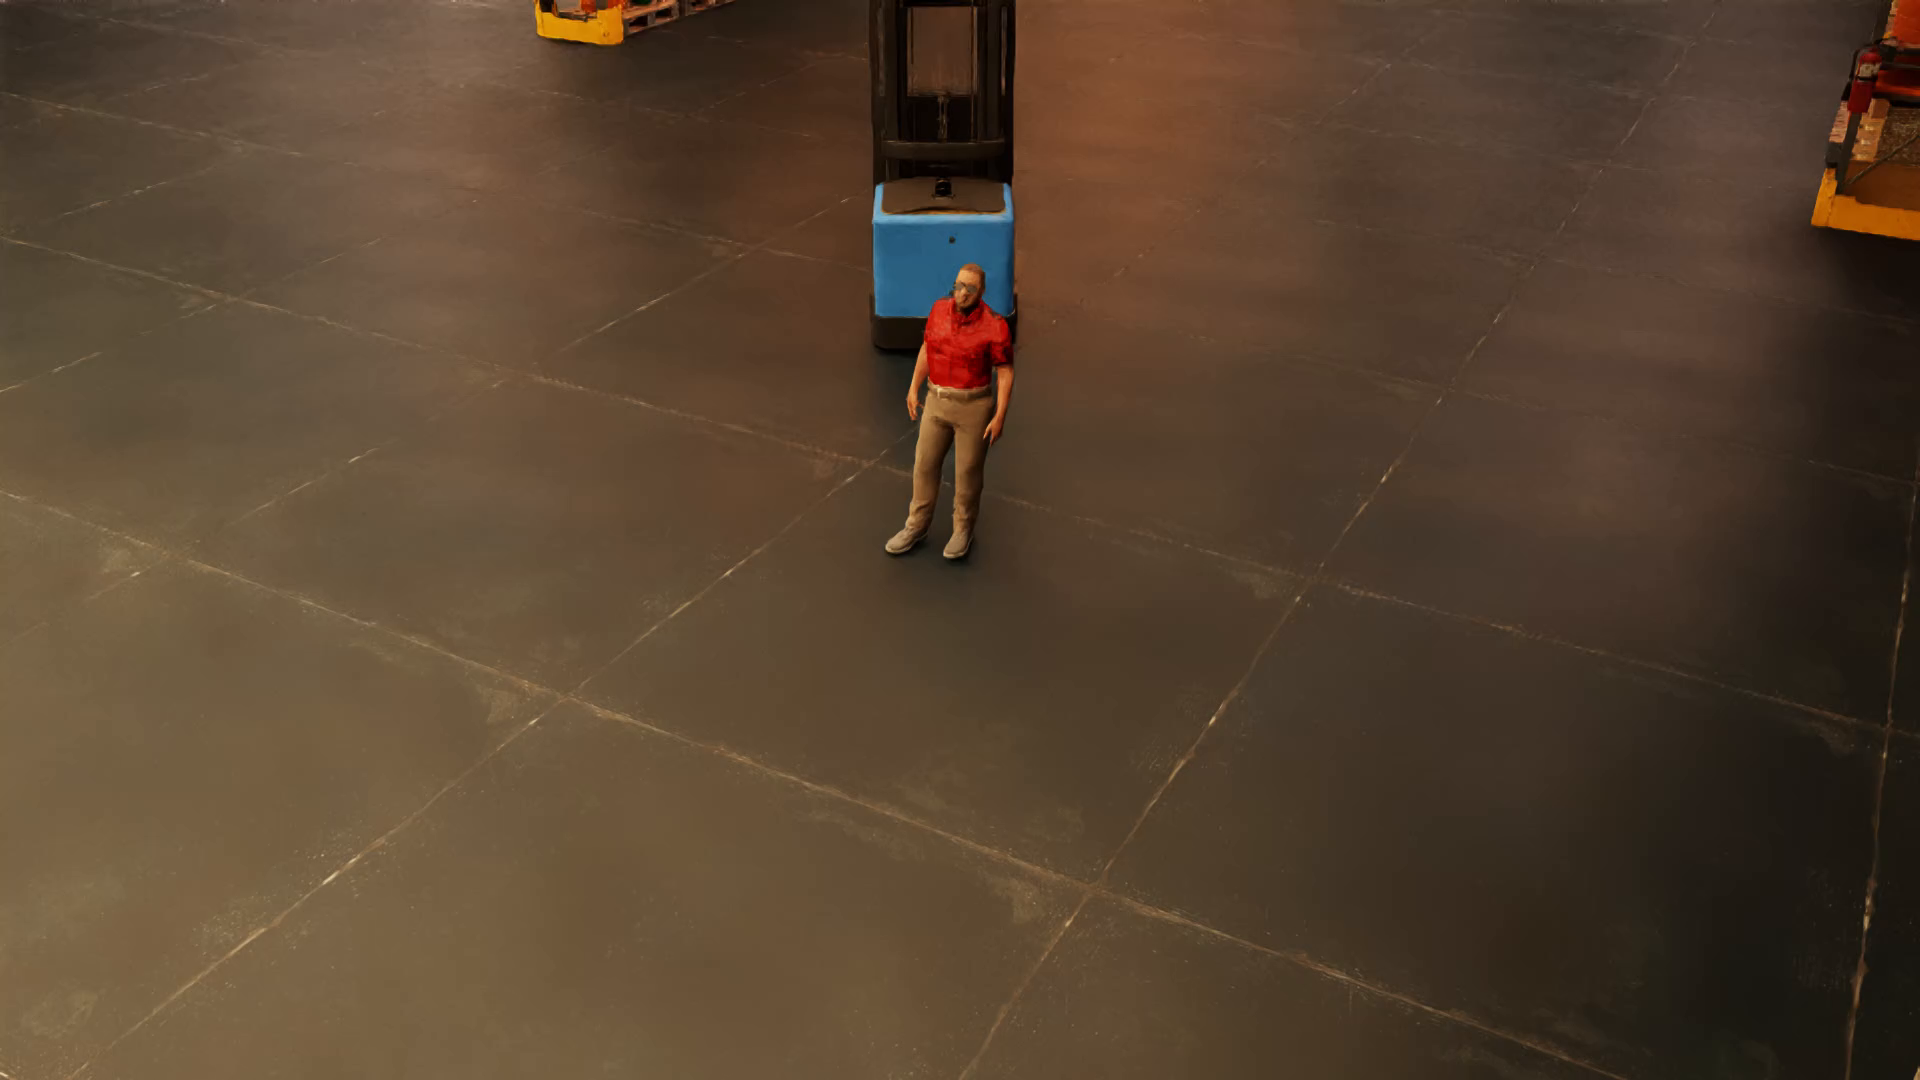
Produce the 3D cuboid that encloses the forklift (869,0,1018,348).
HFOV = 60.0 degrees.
[{"bbox_3d":[-0.137,-3.392,12.948,1.130,2.935,3.031,0,30,-1],"label":"forklift"}]

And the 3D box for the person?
[{"bbox_3d":[-0.054,-0.719,9.504,0.640,1.727,0.550,15,33,25],"label":"person"}]
